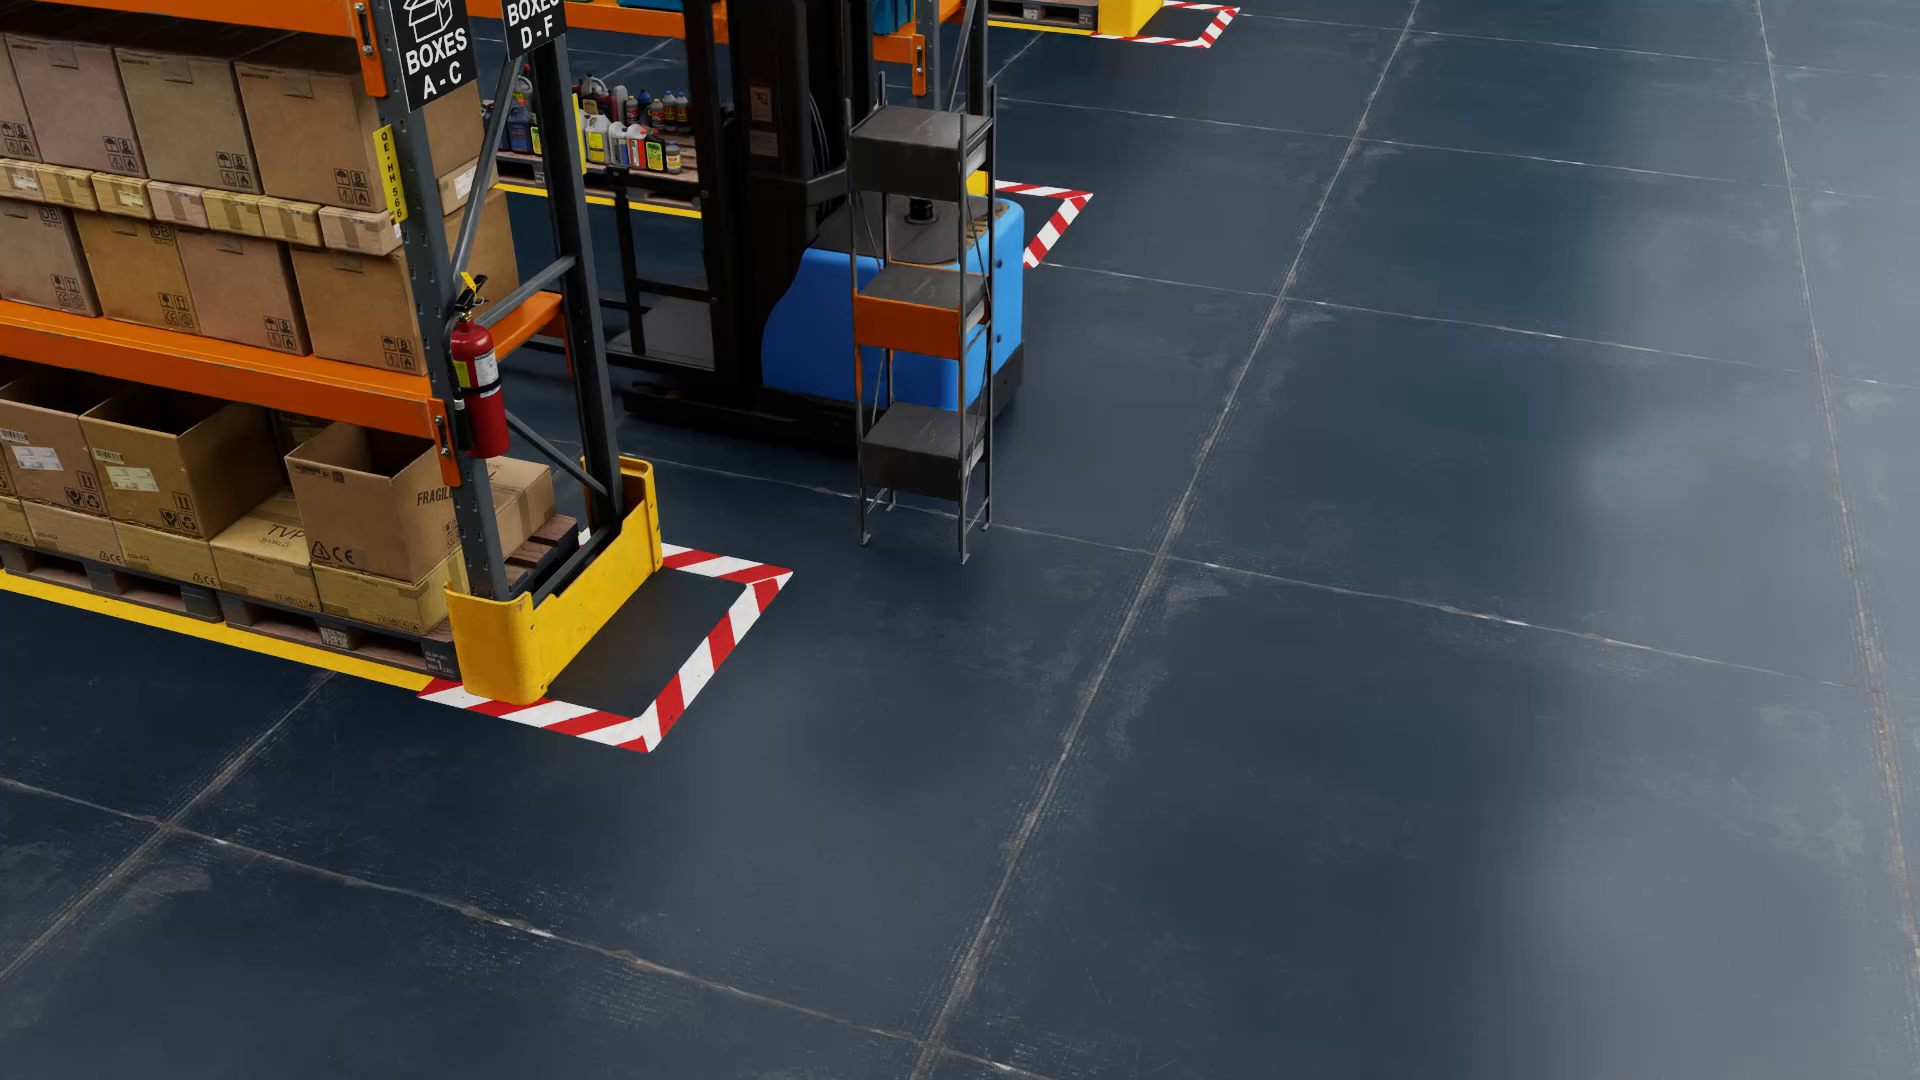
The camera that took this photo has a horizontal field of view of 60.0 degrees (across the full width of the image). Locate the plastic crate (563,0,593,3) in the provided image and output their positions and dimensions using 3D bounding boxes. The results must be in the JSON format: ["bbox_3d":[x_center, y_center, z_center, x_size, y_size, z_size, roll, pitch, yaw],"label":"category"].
[{"bbox_3d":[-2.626,-3.694,10.902,0.662,0.188,0.450,11,34,16],"label":"plastic crate"}]

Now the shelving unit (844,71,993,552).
[{"bbox_3d":[-0.158,-0.913,7.228,0.499,2.100,0.431,11,34,16],"label":"shelving unit"}]

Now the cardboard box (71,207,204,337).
[{"bbox_3d":[-3.115,-1.237,6.808,0.500,0.500,0.700,11,35,17],"label":"cardboard box"}]

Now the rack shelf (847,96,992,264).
[{"bbox_3d":[-0.156,-1.489,6.855,0.480,0.518,0.431,11,34,16],"label":"rack shelf"}]

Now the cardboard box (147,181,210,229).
[{"bbox_3d":[-2.866,-1.344,6.375,0.250,0.149,0.380,11,35,17],"label":"cardboard box"}]

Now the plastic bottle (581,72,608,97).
[{"bbox_3d":[-2.621,-3.183,11.951,0.185,0.351,0.144,11,34,16],"label":"plastic bottle"}]

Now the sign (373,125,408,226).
[{"bbox_3d":[-1.914,-1.227,5.599,0.005,0.325,0.100,11,34,16],"label":"sign"}]

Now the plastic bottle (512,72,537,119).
[{"bbox_3d":[-3.154,-3.204,11.983,0.185,0.351,0.144,11,34,16],"label":"plastic bottle"}]

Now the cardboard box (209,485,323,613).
[{"bbox_3d":[-2.797,0.031,7.085,0.500,0.250,0.500,11,34,16],"label":"cardboard box"}]

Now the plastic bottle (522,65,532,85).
[{"bbox_3d":[-3.105,-3.277,12.097,0.185,0.351,0.144,10,34,15],"label":"plastic bottle"}]

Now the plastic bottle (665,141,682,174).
[{"bbox_3d":[-1.920,-2.565,11.132,0.097,0.201,0.097,0,33,0],"label":"plastic bottle"}]

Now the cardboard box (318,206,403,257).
[{"bbox_3d":[-2.142,-1.203,6.157,0.250,0.149,0.380,10,34,16],"label":"cardboard box"}]

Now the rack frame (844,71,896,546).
[{"bbox_3d":[-0.386,-0.957,7.297,0.015,2.100,0.400,11,34,16],"label":"rack frame"}]

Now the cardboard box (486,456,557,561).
[{"bbox_3d":[-2.148,-0.148,7.362,0.500,0.250,0.500,11,34,16],"label":"cardboard box"}]

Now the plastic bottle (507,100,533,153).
[{"bbox_3d":[-3.011,-2.854,11.441,0.185,0.351,0.144,10,34,14],"label":"plastic bottle"}]

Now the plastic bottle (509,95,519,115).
[{"bbox_3d":[-3.140,-2.962,11.609,0.185,0.351,0.144,11,34,16],"label":"plastic bottle"}]

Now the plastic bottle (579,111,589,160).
[{"bbox_3d":[-2.611,-2.776,11.321,0.185,0.351,0.144,11,34,16],"label":"plastic bottle"}]

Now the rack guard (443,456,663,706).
[{"bbox_3d":[-1.695,0.139,7.074,0.348,0.500,1.175,11,34,16],"label":"rack guard"}]

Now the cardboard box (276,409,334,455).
[{"bbox_3d":[-2.619,-0.554,7.299,0.500,0.500,0.500,11,34,16],"label":"cardboard box"}]

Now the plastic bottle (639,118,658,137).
[{"bbox_3d":[-2.113,-2.714,11.287,0.133,0.283,0.061,11,34,16],"label":"plastic bottle"}]

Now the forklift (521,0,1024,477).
[{"bbox_3d":[-1.225,-1.903,7.995,3.295,2.935,1.782,12,35,18],"label":"forklift"}]

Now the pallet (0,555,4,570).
[{"bbox_3d":[-4.749,-0.309,8.034,1.213,0.211,1.003,11,34,16],"label":"pallet"}]

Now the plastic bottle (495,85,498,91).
[{"bbox_3d":[-3.362,-3.278,12.236,0.097,0.201,0.097,0,33,0],"label":"plastic bottle"}]

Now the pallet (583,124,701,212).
[{"bbox_3d":[-2.038,-2.638,11.641,1.213,0.211,1.003,11,34,16],"label":"pallet"}]

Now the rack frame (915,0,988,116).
[{"bbox_3d":[-0.043,-3.444,10.319,0.127,3.000,1.000,11,34,16],"label":"rack frame"}]

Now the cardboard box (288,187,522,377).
[{"bbox_3d":[-2.153,-1.049,6.518,0.500,0.500,0.700,11,34,16],"label":"cardboard box"}]

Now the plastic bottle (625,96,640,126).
[{"bbox_3d":[-2.349,-3.081,11.931,0.097,0.201,0.097,0,33,0],"label":"plastic bottle"}]

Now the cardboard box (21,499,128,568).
[{"bbox_3d":[-3.739,-0.152,7.368,0.500,0.250,0.500,11,34,16],"label":"cardboard box"}]

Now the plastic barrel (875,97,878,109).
[{"bbox_3d":[-0.689,-2.657,11.006,0.421,0.512,0.421,0,33,0],"label":"plastic barrel"}]

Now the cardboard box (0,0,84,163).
[{"bbox_3d":[-3.646,-1.881,6.610,0.500,0.500,0.700,11,34,17],"label":"cardboard box"}]

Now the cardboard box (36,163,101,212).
[{"bbox_3d":[-3.361,-1.439,6.523,0.250,0.149,0.380,12,35,18],"label":"cardboard box"}]

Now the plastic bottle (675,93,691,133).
[{"bbox_3d":[-1.968,-3.036,11.797,0.097,0.271,0.097,0,33,0],"label":"plastic bottle"}]

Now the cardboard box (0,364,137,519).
[{"bbox_3d":[-3.740,-0.466,7.162,0.500,0.500,0.500,11,34,16],"label":"cardboard box"}]

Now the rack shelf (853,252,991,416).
[{"bbox_3d":[-0.156,-0.901,7.235,0.480,0.518,0.431,11,34,16],"label":"rack shelf"}]

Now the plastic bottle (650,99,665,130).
[{"bbox_3d":[-2.155,-3.043,11.872,0.097,0.201,0.097,0,33,0],"label":"plastic bottle"}]

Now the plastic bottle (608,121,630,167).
[{"bbox_3d":[-2.279,-2.682,11.244,0.135,0.276,0.152,10,34,15],"label":"plastic bottle"}]

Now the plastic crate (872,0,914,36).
[{"bbox_3d":[-0.616,-3.320,10.264,0.616,0.251,0.499,11,34,16],"label":"plastic crate"}]

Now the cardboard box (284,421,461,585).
[{"bbox_3d":[-2.323,-0.198,6.748,0.500,0.500,0.500,11,34,16],"label":"cardboard box"}]

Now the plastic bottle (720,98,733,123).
[{"bbox_3d":[-1.645,-2.973,11.700,0.097,0.271,0.097,0,33,0],"label":"plastic bottle"}]

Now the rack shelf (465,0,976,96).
[{"bbox_3d":[-1.926,-3.508,11.081,4.000,0.370,1.077,11,34,16],"label":"rack shelf"}]
